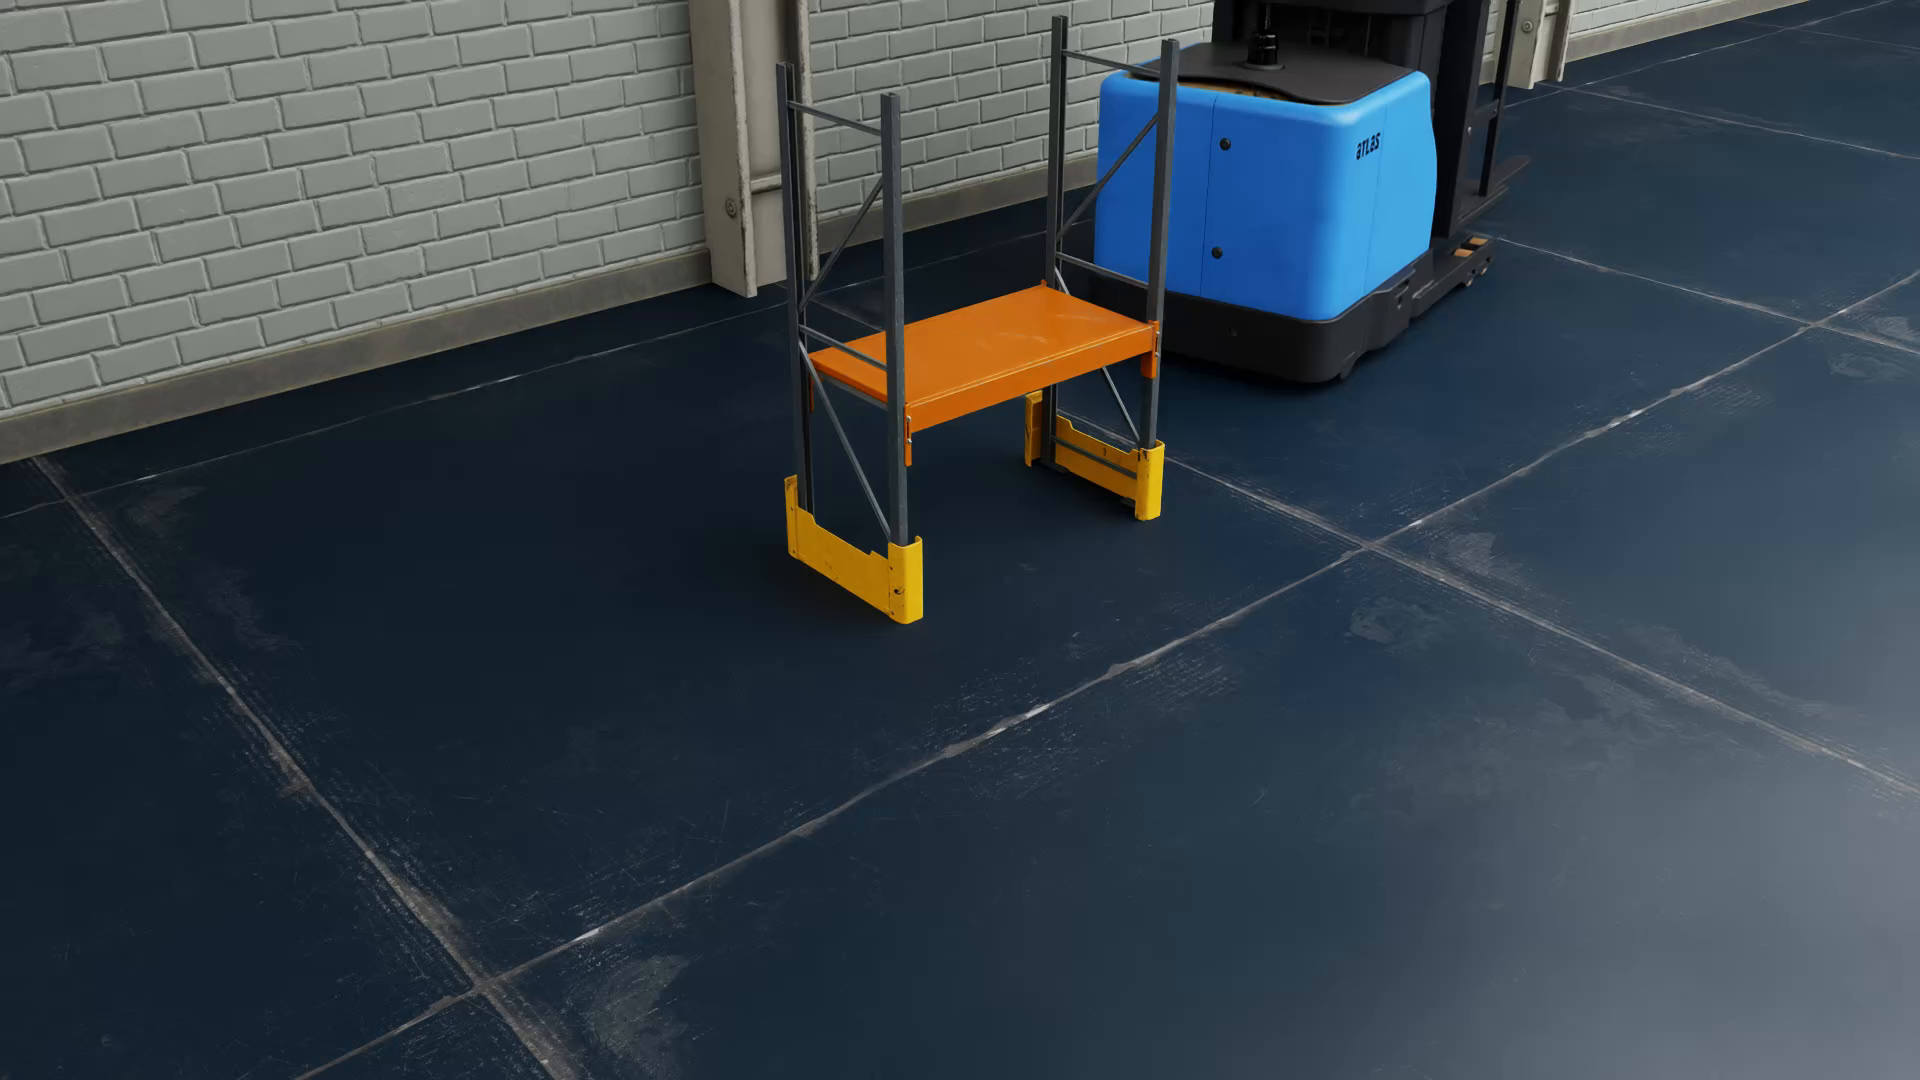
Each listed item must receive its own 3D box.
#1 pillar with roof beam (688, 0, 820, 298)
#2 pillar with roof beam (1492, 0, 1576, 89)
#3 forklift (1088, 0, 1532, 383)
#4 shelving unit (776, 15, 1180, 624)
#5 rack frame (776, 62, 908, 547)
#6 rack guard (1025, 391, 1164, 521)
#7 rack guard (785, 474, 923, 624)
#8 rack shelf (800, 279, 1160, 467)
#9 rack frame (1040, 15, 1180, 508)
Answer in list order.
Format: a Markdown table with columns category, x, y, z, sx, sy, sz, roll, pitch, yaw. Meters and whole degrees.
| category | x | y | z | sx | sy | sz | roll | pitch | yaw |
| --- | --- | --- | --- | --- | --- | --- | --- | --- | --- |
| pillar with roof beam | 1.921 | -3.592 | 2.423 | 0.400 | 9.000 | 9.100 | -22 | 35 | -35 |
| pillar with roof beam | 6.486 | -5.427 | 5.858 | 0.400 | 9.000 | 9.100 | -22 | 35 | -35 |
| forklift | 1.756 | -2.524 | 6.863 | 1.130 | 2.935 | 3.031 | 18 | 33 | 30 |
| shelving unit | 0.058 | -0.685 | 4.940 | 1.083 | 1.500 | 0.587 | -22 | 35 | -35 |
| rack frame | -0.322 | -0.532 | 4.654 | 0.032 | 1.500 | 0.500 | -22 | 35 | -35 |
| rack guard | 0.437 | -0.286 | 5.520 | 0.087 | 0.250 | 0.587 | -22 | 35 | -35 |
| rack guard | -0.321 | 0.019 | 4.950 | 0.087 | 0.250 | 0.587 | -22 | 35 | -35 |
| rack shelf | 0.065 | -0.529 | 5.030 | 1.000 | 0.185 | 0.538 | -22 | 35 | -35 |
| rack frame | 0.452 | -0.843 | 5.236 | 0.032 | 1.500 | 0.500 | -22 | 35 | -35 |
